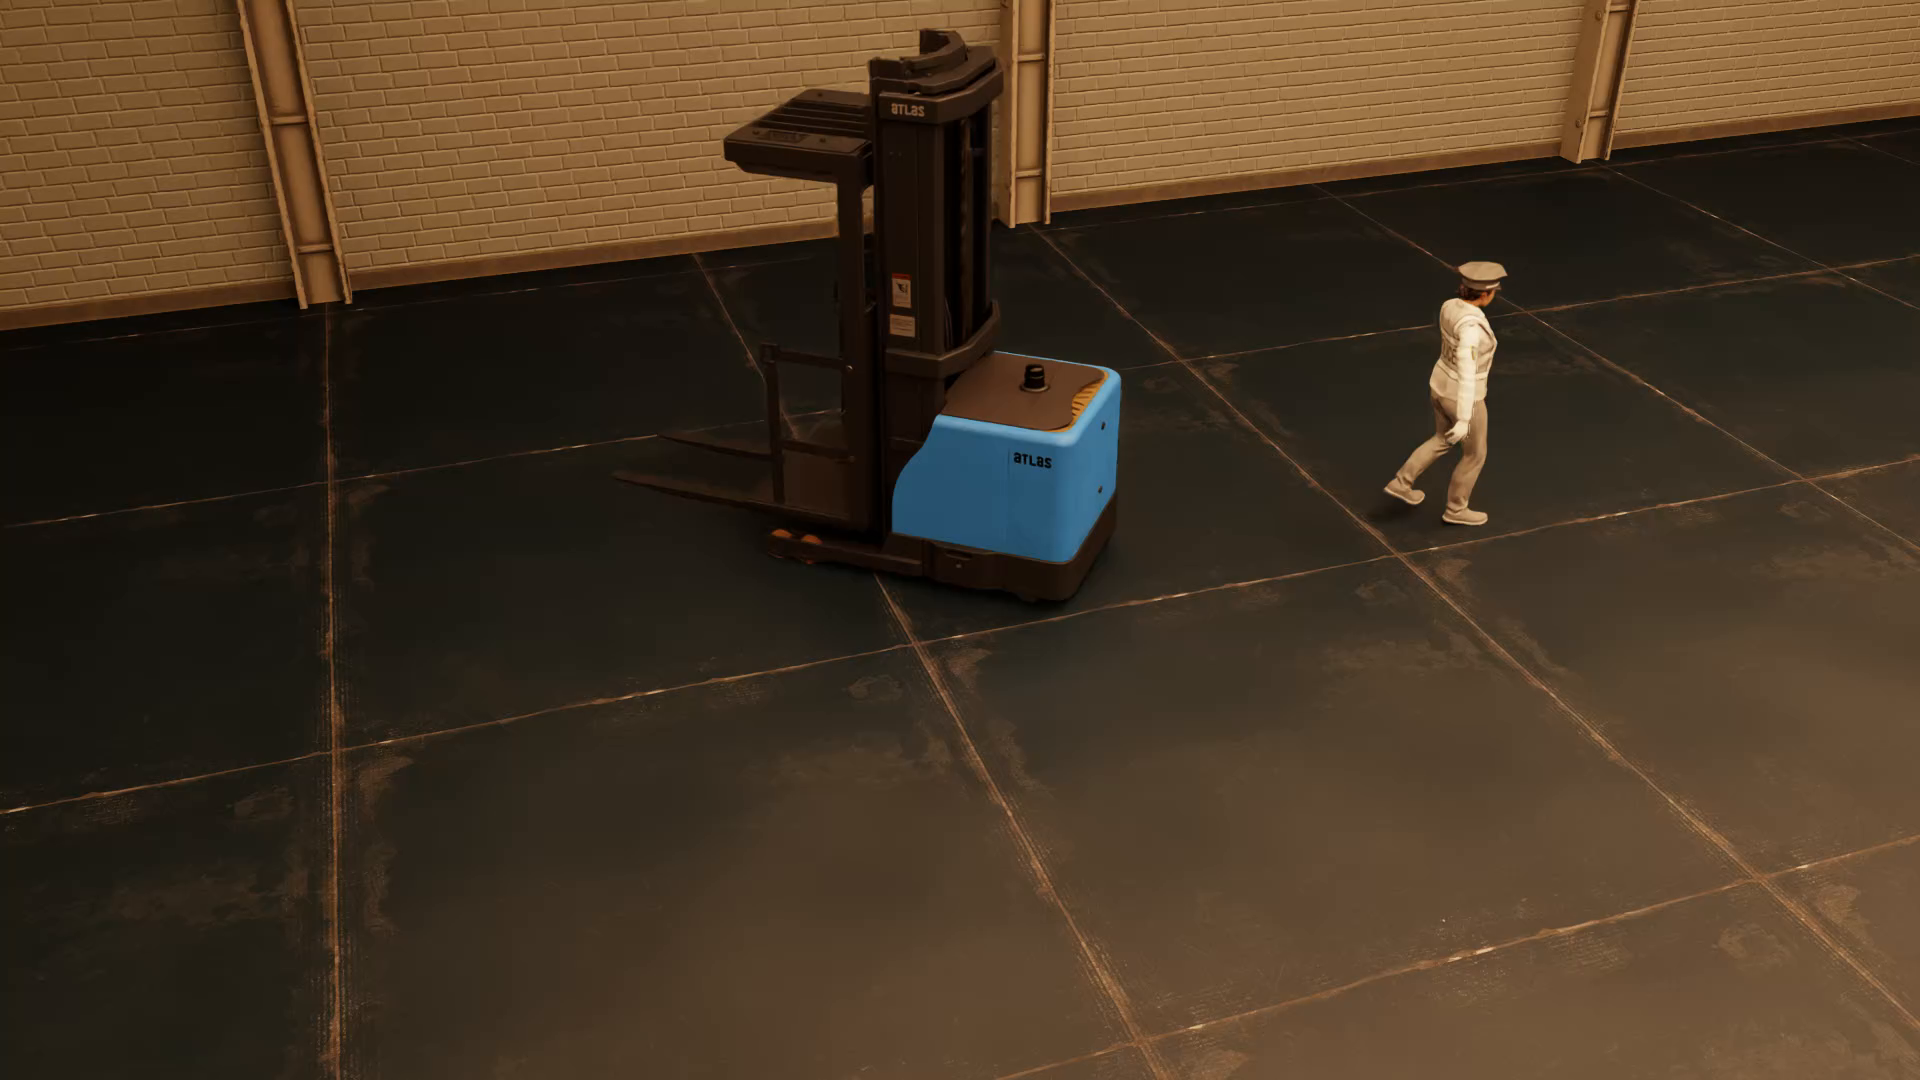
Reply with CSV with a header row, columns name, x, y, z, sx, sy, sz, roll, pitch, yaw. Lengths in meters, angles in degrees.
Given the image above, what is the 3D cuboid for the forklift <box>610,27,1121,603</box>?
name,x,y,z,sx,sy,sz,roll,pitch,yaw
forklift,-0.630,-1.364,9.457,3.031,2.935,1.130,11,32,18

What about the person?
name,x,y,z,sx,sy,sz,roll,pitch,yaw
person,2.961,-0.843,9.850,0.638,1.652,0.787,-5,30,-8
